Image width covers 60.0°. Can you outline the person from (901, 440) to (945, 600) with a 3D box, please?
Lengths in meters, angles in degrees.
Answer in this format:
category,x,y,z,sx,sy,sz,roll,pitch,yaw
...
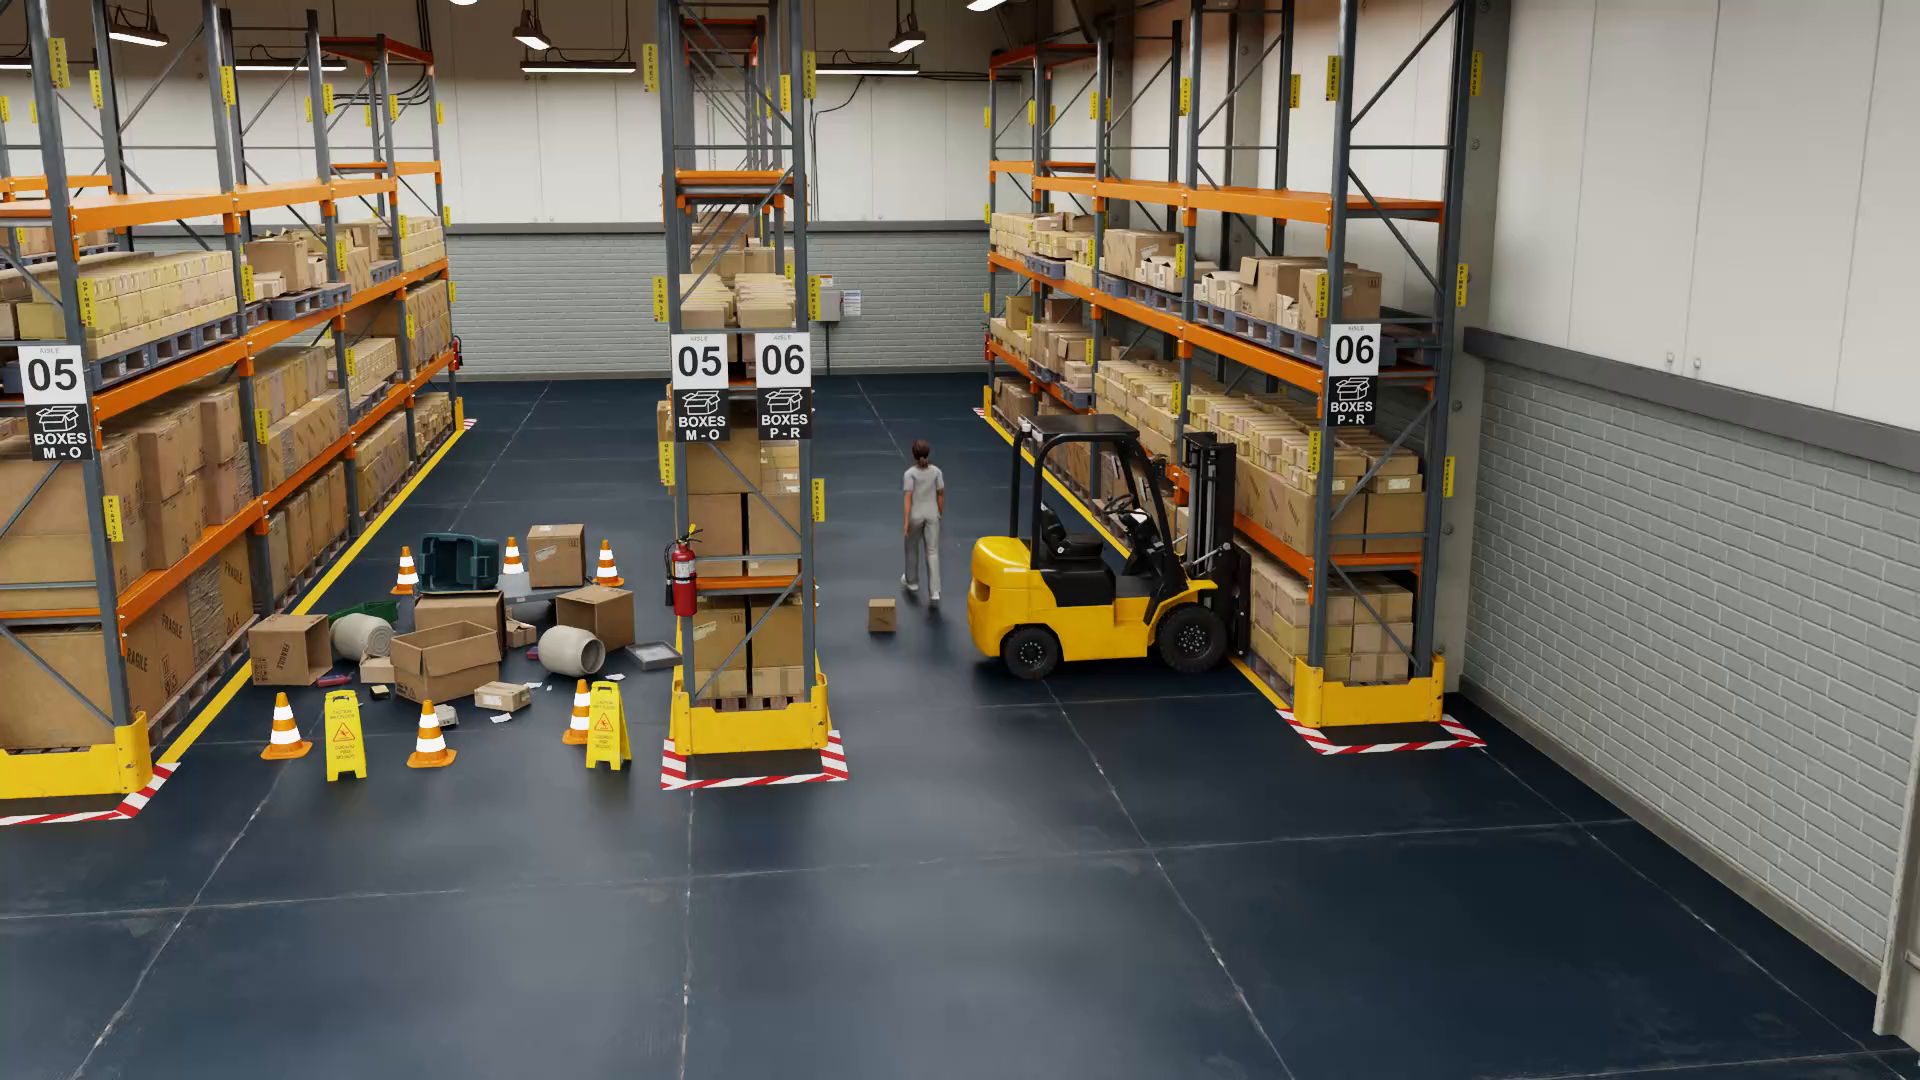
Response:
category,x,y,z,sx,sy,sz,roll,pitch,yaw
person,-0.369,-0.216,16.958,0.465,1.614,1.056,-3,14,-13
